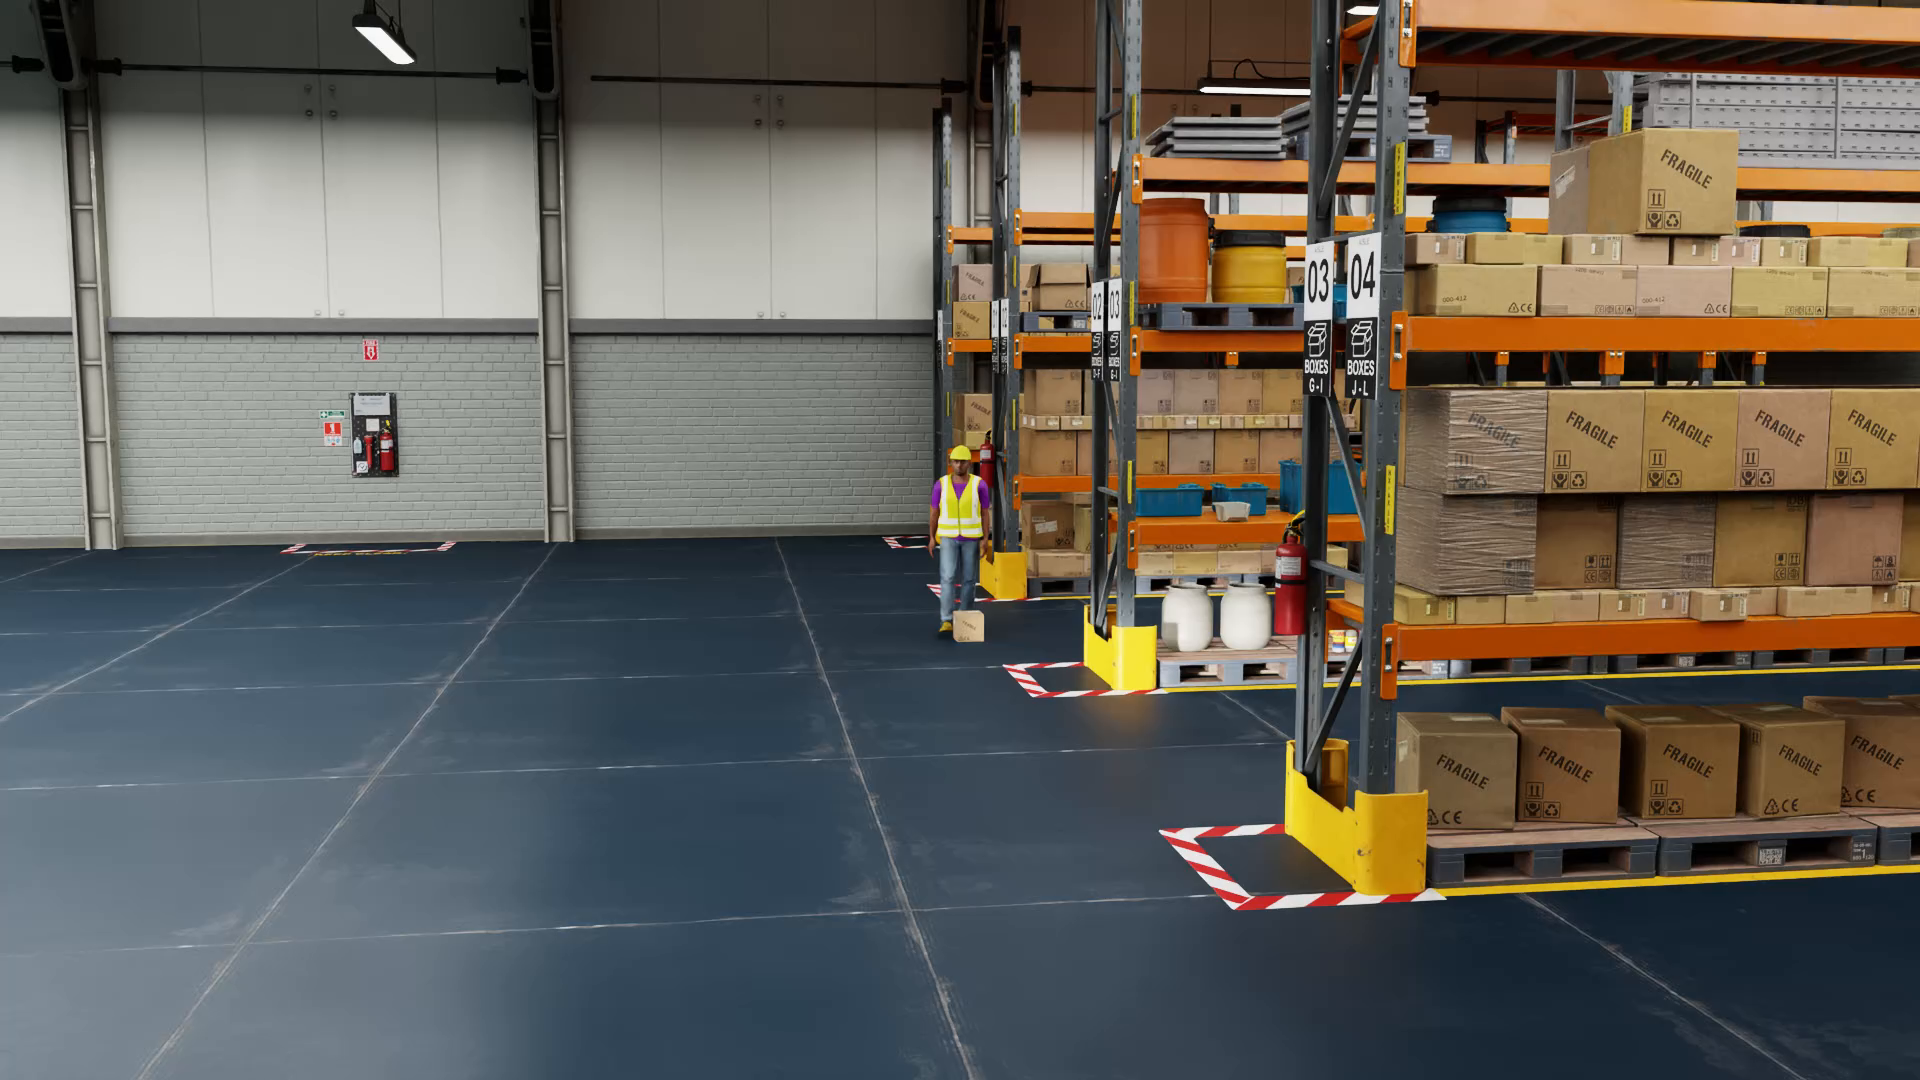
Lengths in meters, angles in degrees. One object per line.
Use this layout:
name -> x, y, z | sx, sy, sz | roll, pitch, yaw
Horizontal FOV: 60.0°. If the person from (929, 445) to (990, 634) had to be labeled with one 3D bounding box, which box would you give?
person -> -0.007, -0.001, 15.602 | 0.577, 1.753, 0.729 | 0, 6, -1
